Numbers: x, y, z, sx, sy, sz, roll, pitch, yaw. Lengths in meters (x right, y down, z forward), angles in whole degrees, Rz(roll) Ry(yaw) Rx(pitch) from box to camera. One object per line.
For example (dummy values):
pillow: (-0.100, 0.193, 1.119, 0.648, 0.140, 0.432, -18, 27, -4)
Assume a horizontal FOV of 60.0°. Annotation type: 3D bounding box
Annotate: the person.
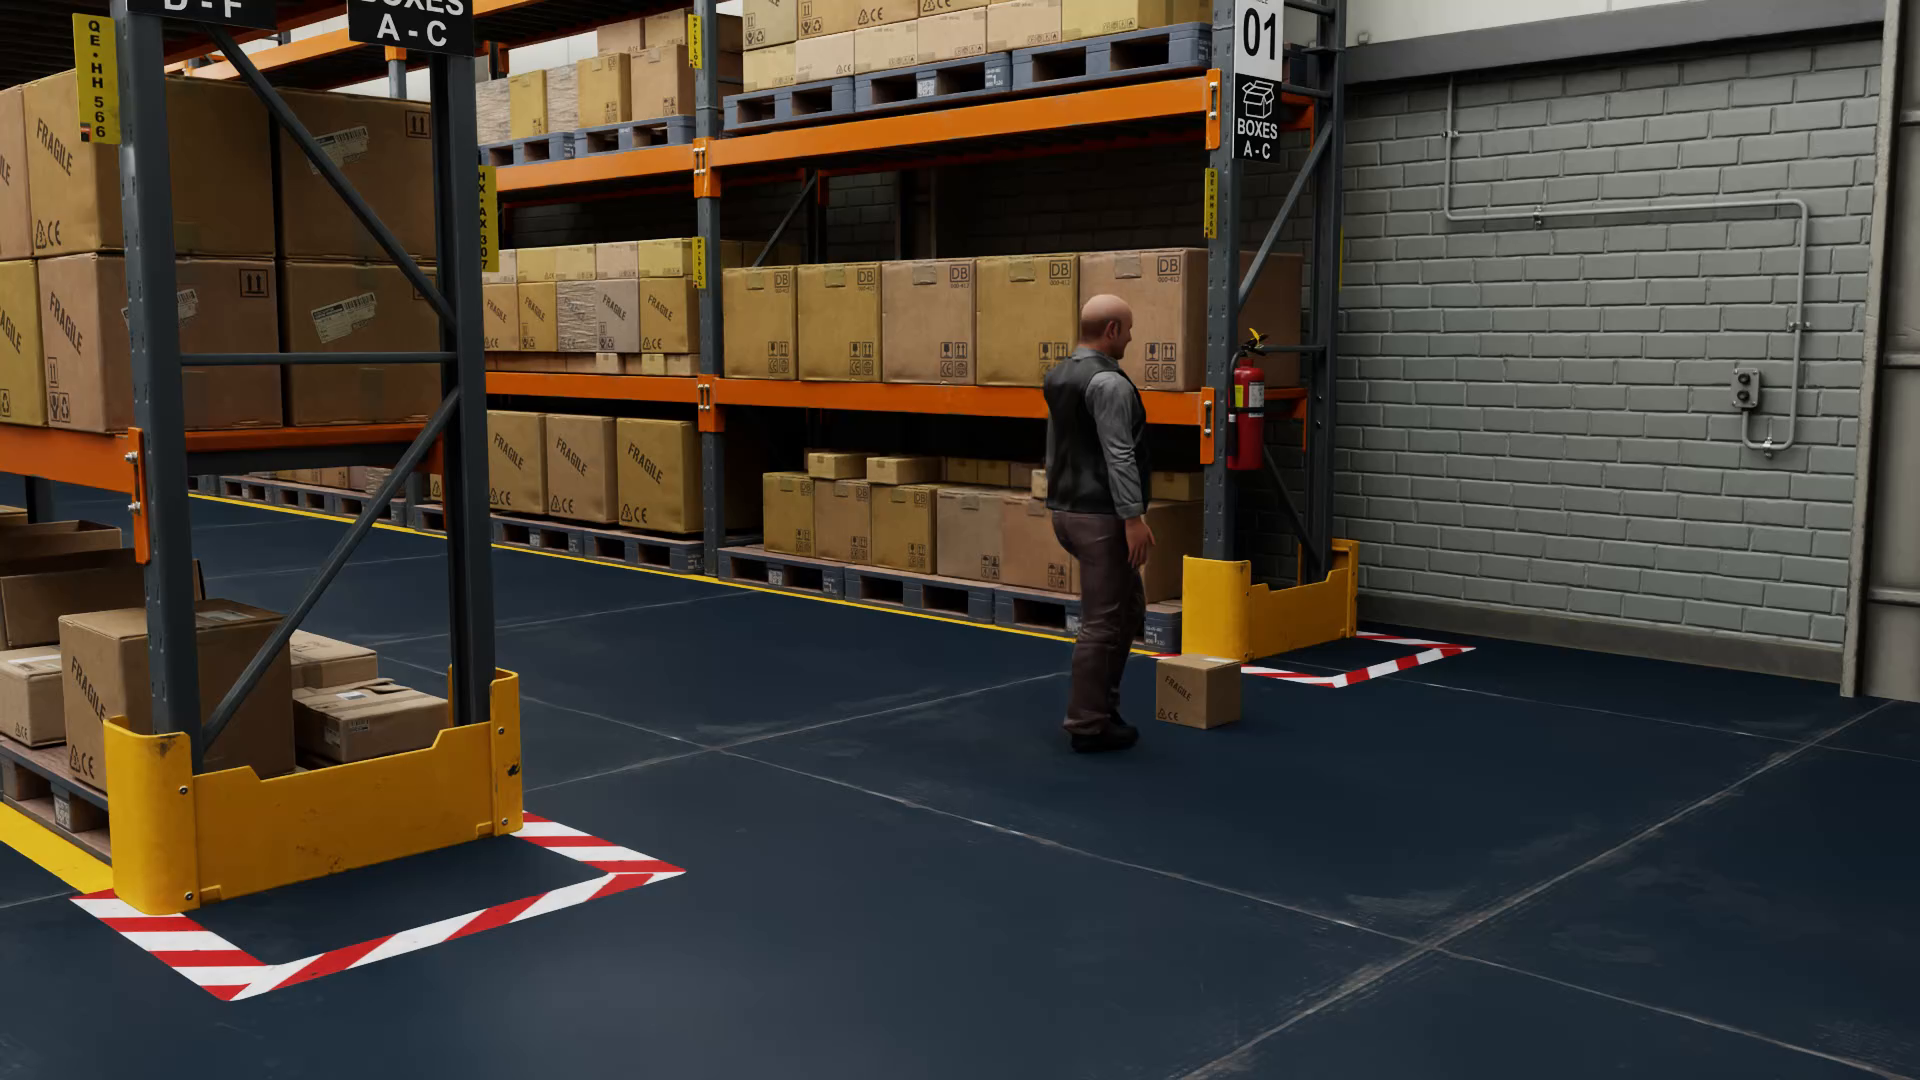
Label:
person: (0.573, -0.041, 6.325, 0.433, 1.771, 0.564, -3, 7, -20)
